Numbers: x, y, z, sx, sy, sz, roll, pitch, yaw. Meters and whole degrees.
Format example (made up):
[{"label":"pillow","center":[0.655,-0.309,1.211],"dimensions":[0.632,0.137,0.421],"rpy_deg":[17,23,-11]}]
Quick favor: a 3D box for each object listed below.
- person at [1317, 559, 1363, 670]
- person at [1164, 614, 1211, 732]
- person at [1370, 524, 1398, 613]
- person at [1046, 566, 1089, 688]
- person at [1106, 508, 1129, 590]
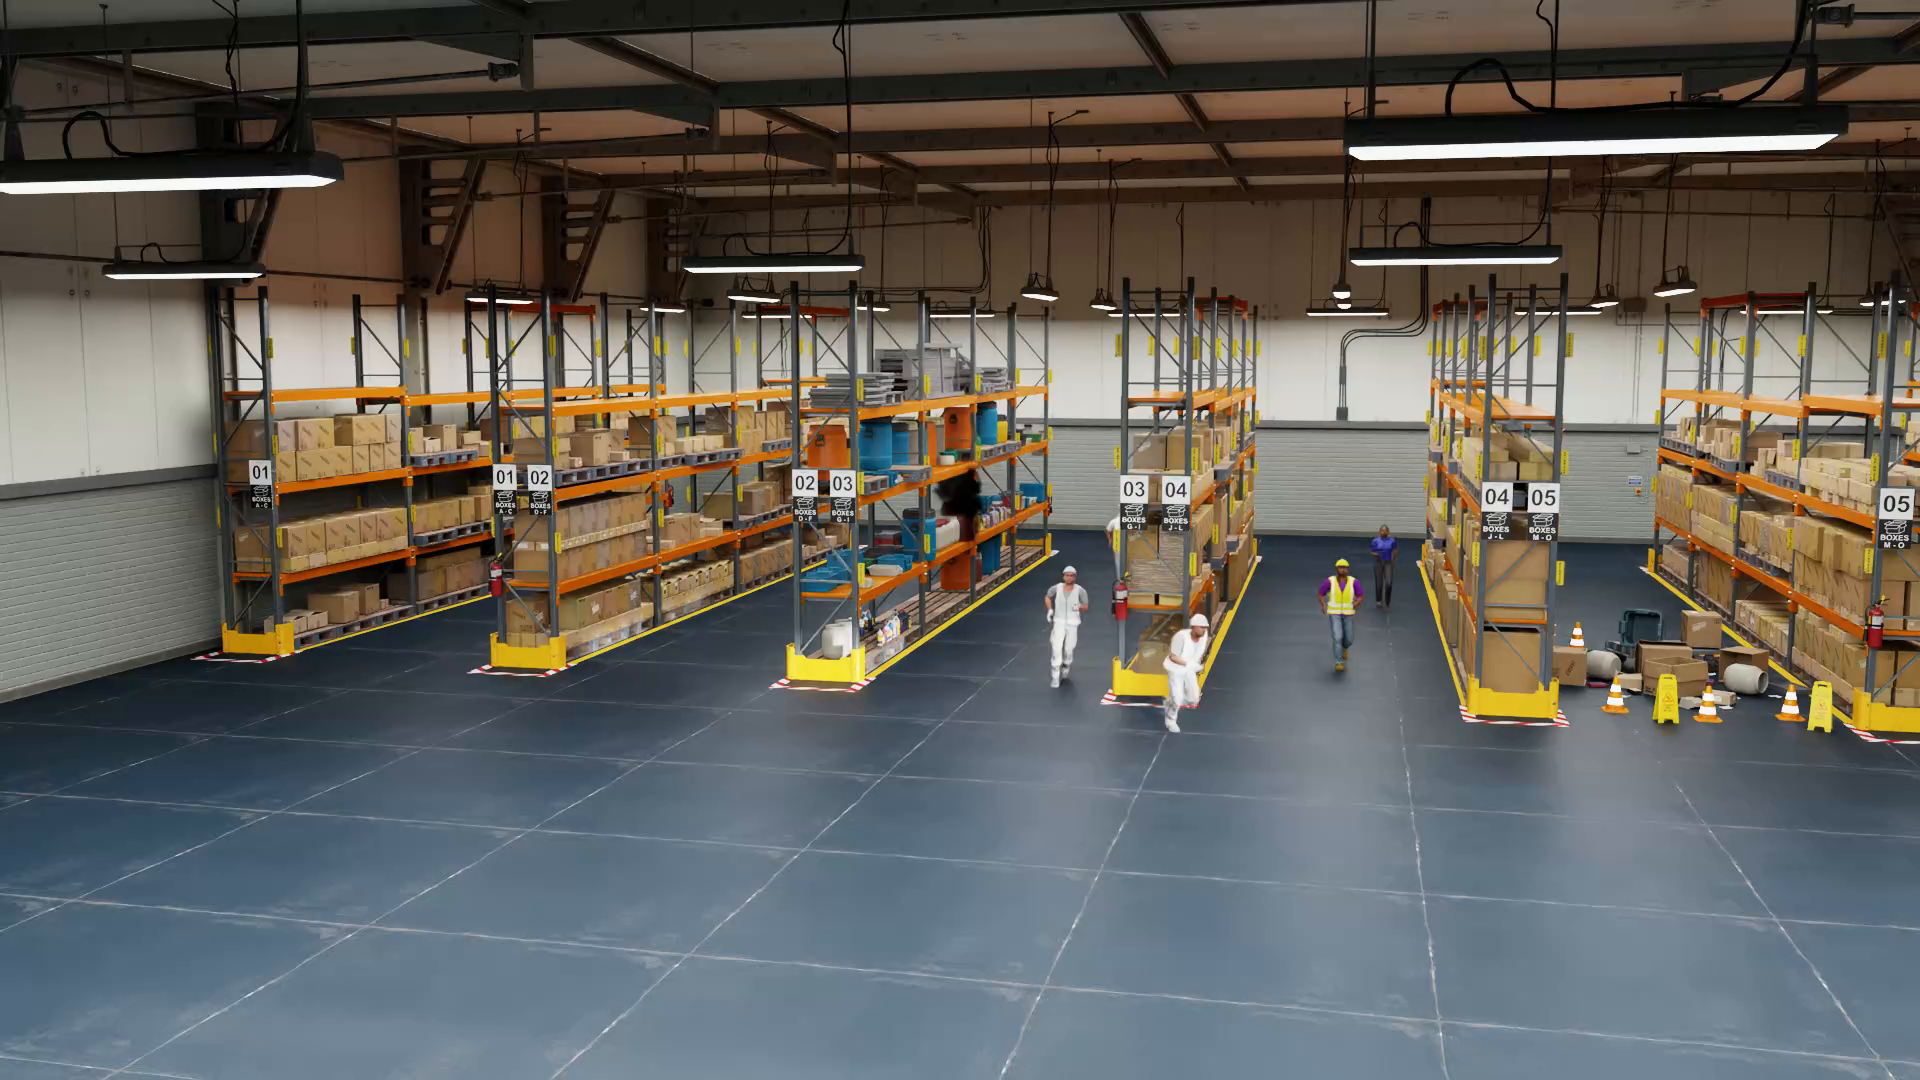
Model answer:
[{"label":"person","center":[5.962,1.158,26.070],"dimensions":[0.707,1.724,0.753],"rpy_deg":[1,7,6]},{"label":"person","center":[2.977,1.730,21.698],"dimensions":[0.708,1.606,0.840],"rpy_deg":[-4,8,-34]},{"label":"person","center":[8.105,0.597,31.807],"dimensions":[0.523,1.590,0.765],"rpy_deg":[2,7,13]},{"label":"person","center":[1.590,1.294,24.795],"dimensions":[0.653,1.835,0.741],"rpy_deg":[1,7,5]},{"label":"person","center":[3.124,0.205,31.782],"dimensions":[0.700,1.775,0.786],"rpy_deg":[1,7,10]}]
